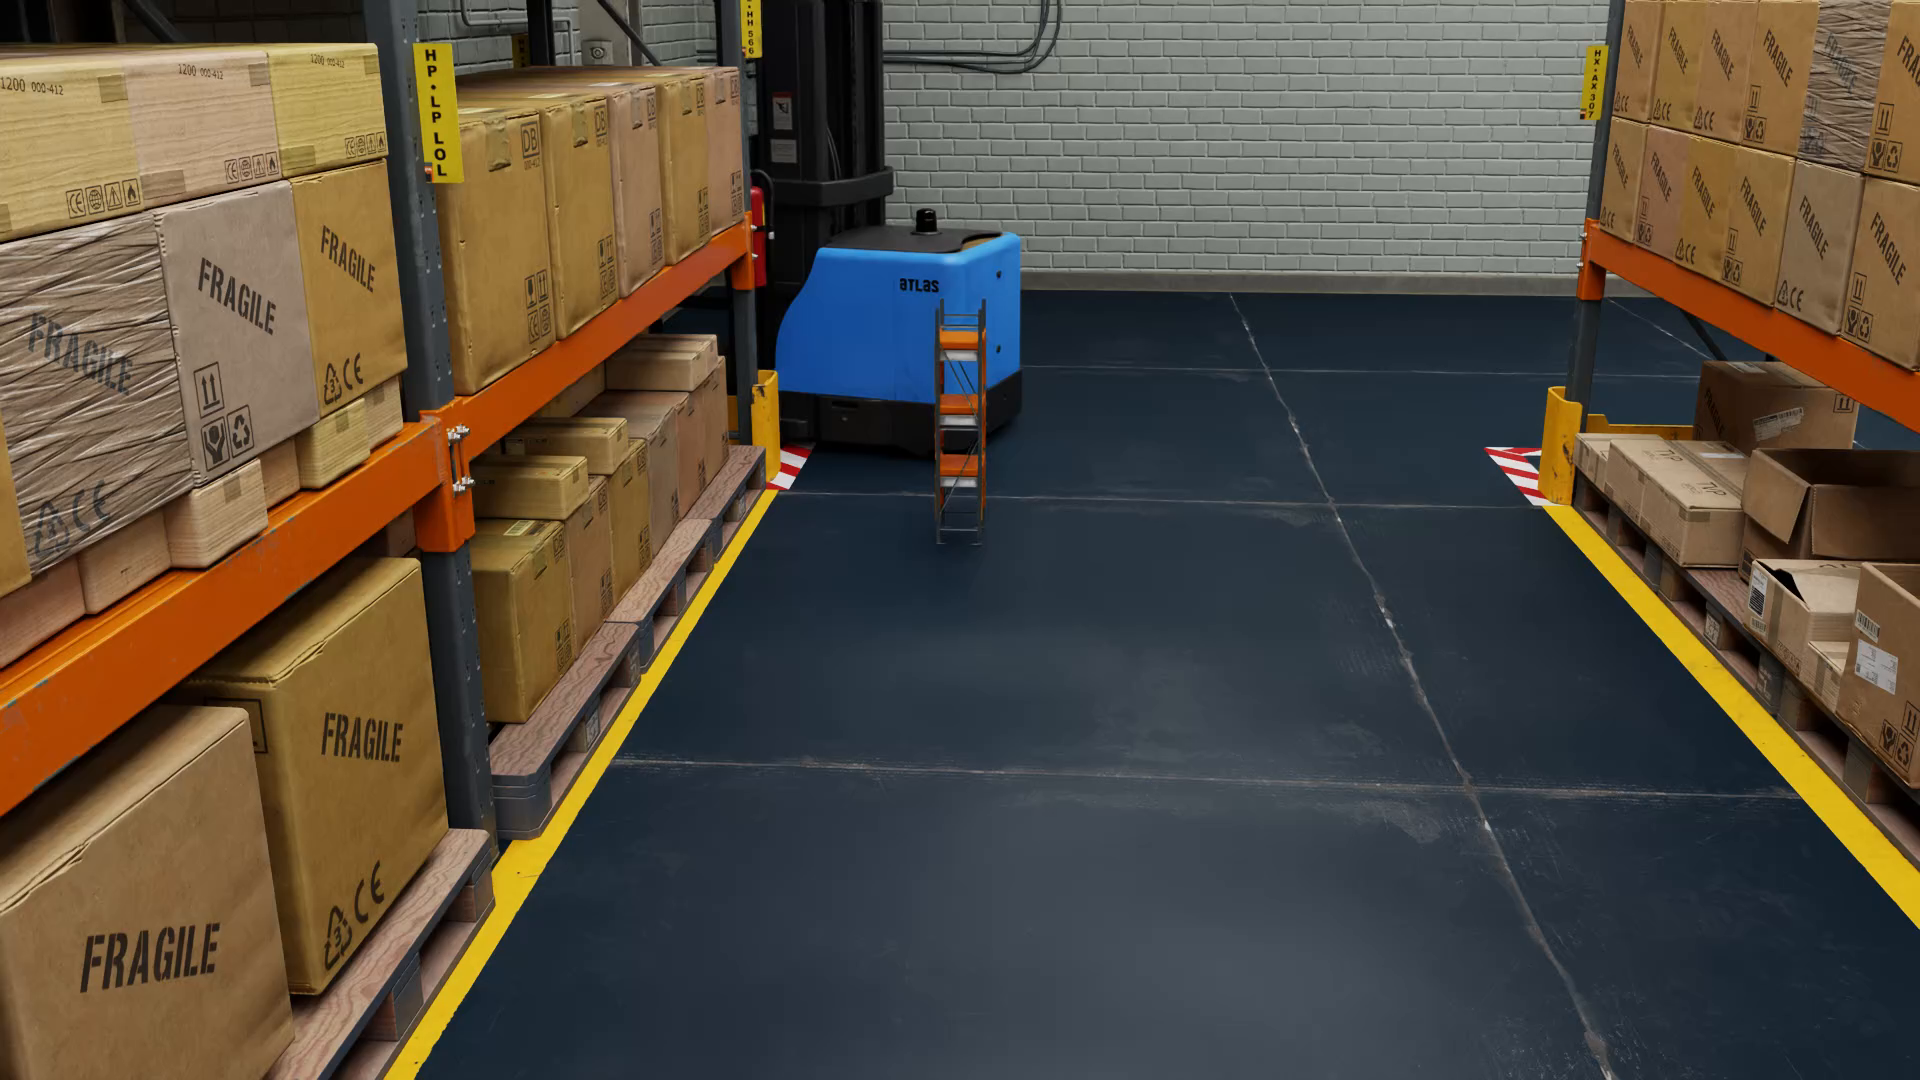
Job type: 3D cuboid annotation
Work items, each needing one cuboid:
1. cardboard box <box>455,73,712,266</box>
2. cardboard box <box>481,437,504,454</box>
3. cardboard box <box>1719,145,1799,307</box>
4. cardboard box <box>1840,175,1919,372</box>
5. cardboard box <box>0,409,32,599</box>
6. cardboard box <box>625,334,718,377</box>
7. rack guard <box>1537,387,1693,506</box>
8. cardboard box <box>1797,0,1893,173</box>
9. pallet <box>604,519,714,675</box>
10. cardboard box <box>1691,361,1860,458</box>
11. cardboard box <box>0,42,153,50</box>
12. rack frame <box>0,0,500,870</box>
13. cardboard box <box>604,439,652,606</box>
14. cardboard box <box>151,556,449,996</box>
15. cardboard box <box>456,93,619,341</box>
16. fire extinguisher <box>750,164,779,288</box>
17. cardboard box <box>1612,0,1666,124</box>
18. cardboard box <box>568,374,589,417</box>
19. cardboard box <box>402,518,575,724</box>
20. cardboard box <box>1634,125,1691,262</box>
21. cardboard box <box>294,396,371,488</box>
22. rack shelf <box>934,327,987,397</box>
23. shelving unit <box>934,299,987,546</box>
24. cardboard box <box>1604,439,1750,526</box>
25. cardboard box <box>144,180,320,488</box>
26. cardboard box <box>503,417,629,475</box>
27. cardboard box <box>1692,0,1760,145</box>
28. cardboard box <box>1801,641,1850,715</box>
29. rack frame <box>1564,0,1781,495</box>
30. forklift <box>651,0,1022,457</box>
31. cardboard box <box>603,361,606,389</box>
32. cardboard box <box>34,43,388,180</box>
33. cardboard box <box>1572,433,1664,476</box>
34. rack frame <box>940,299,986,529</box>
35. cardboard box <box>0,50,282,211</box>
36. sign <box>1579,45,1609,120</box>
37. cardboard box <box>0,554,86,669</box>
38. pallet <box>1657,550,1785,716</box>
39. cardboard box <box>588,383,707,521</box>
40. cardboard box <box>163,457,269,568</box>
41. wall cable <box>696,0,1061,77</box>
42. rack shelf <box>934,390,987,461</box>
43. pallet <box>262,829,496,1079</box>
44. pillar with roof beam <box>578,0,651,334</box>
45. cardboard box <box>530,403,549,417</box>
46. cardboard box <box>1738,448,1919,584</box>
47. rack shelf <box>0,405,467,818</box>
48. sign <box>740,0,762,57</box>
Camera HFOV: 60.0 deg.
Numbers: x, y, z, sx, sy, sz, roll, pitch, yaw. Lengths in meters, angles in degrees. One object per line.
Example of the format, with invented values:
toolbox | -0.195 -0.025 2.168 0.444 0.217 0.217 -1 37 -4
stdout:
cardboard box | -1.582 -1.523 6.771 0.980 0.700 0.700 1 18 3
cardboard box | -1.799 -0.277 5.751 0.380 0.149 0.250 1 18 2
cardboard box | 3.024 -1.100 5.801 0.500 0.500 0.500 2 18 5
cardboard box | 2.956 -0.782 4.831 0.500 0.500 0.500 2 18 5
cardboard box | -1.684 -0.102 2.247 0.500 0.500 0.500 2 18 5
cardboard box | -1.292 -0.821 7.410 0.380 0.149 0.250 1 18 3
rack guard | 3.422 -0.444 7.975 1.175 0.500 0.348 1 18 4
cardboard box | 2.989 -1.414 5.156 0.500 0.500 0.500 1 18 4
pallet | -1.583 0.188 6.510 1.003 0.211 1.213 1 18 4
cardboard box | 3.634 -0.502 7.447 0.500 0.500 0.500 1 18 4
cardboard box | -2.094 -0.940 3.601 0.500 0.250 0.500 2 18 6
rack frame | -1.801 -0.523 4.201 1.000 3.000 0.127 1 18 4
cardboard box | -1.567 -0.080 6.189 0.700 0.500 0.500 2 18 5
cardboard box | -1.718 0.504 3.845 0.750 0.750 0.750 1 18 5
cardboard box | -1.688 -1.060 5.358 0.980 0.700 0.700 1 18 3
fire extinguisher | -1.043 -1.587 8.174 0.296 0.674 0.183 1 18 4
cardboard box | 3.132 -2.046 7.084 0.500 0.500 0.500 2 18 6
cardboard box | -1.726 -0.594 6.718 0.380 0.149 0.250 2 18 5
cardboard box | -1.645 0.236 5.226 0.700 0.500 0.500 2 18 5
cardboard box | 3.101 -1.411 6.750 0.500 0.500 0.500 1 18 3
cardboard box | -1.537 -0.222 3.656 0.380 0.149 0.250 2 18 5
rack shelf | 0.004 -0.775 7.225 0.215 0.259 0.240 1 18 4
shelving unit | 0.004 -0.516 7.310 0.215 1.050 0.252 1 18 4
cardboard box | 3.069 -0.240 7.048 0.500 0.250 0.500 1 18 4
cardboard box | -1.609 -0.413 3.197 0.500 0.500 0.500 1 18 4
cardboard box | -1.401 -0.337 5.932 0.380 0.149 0.250 1 18 2
cardboard box | 3.062 -1.728 6.114 0.500 0.500 0.500 2 18 5
cardboard box | 2.865 0.431 5.161 0.380 0.149 0.250 1 18 4
rack frame | 3.427 -1.655 7.658 1.000 3.000 0.127 1 18 4
forklift | -1.222 -2.095 9.111 3.031 2.935 1.130 7 19 20
cardboard box | -1.690 -0.751 7.196 0.380 0.149 0.250 1 18 4
cardboard box | -1.579 -0.927 3.559 0.500 0.250 0.500 2 18 5
cardboard box | 3.054 -0.387 7.660 0.380 0.149 0.250 1 18 4
rack frame | 0.013 -0.553 7.426 0.200 1.050 0.008 1 18 4
cardboard box | -1.625 -0.768 3.075 0.500 0.250 0.500 2 18 5
sign | 2.886 -2.079 7.560 0.100 0.325 0.005 1 18 4
cardboard box | -1.677 0.092 2.696 0.380 0.149 0.250 1 18 2
pallet | 3.276 0.319 6.111 1.003 0.211 1.213 1 18 4
cardboard box | -1.500 -0.402 7.171 0.700 0.500 0.500 1 18 4
cardboard box | -1.561 -0.060 3.159 0.380 0.149 0.250 1 18 4
wall cable | -0.752 -4.889 12.878 3.097 2.526 0.112 1 18 4
rack shelf | 0.004 -0.505 7.314 0.215 0.259 0.240 1 18 4
pallet | -1.781 1.044 3.898 1.003 0.211 1.213 1 18 4
pillar with roof beam | 2.111 -5.378 9.383 9.100 9.000 0.400 1 18 4
cardboard box | -1.763 -0.436 6.235 0.380 0.149 0.250 1 18 3
cardboard box | 3.270 -0.020 5.968 0.797 0.503 0.637 1 18 4
rack shelf | -1.944 0.440 2.417 1.077 0.370 4.000 1 18 4
sign | -0.974 -2.411 7.725 0.100 0.325 0.005 1 18 4
